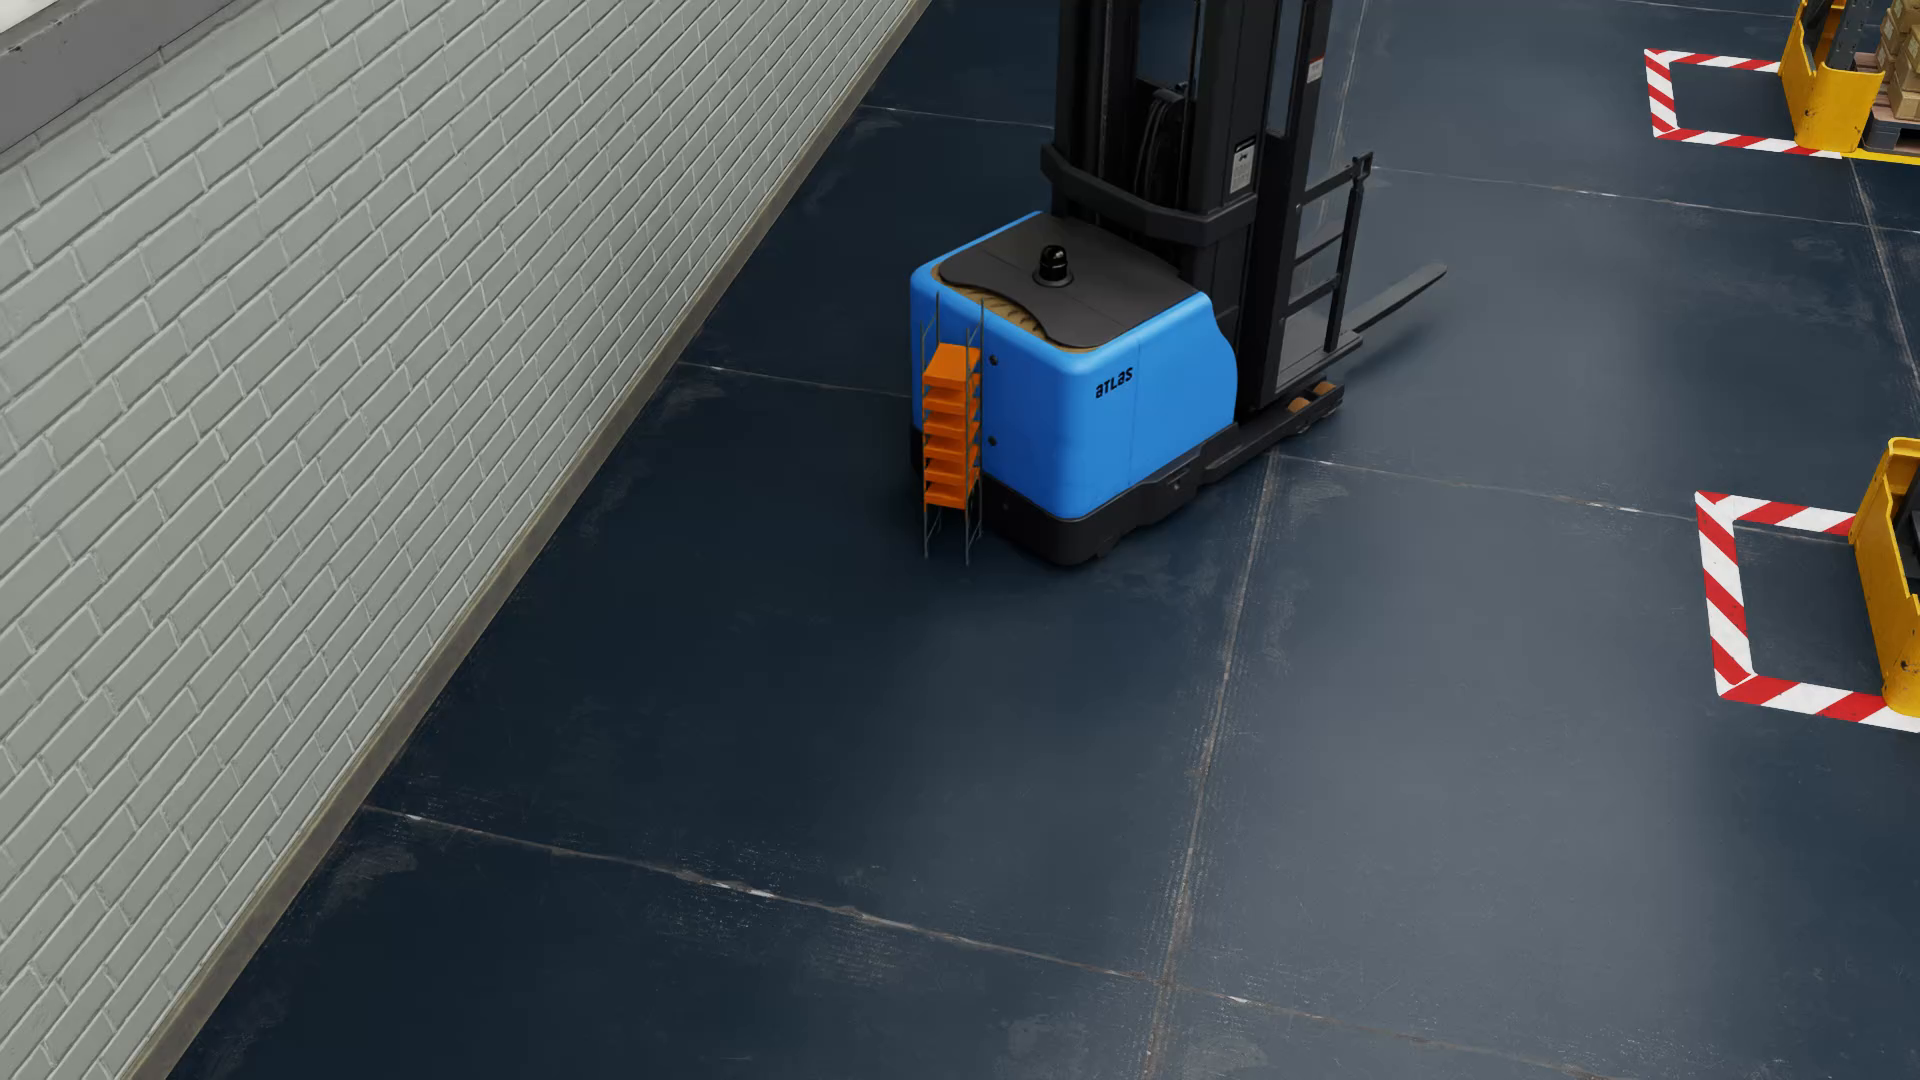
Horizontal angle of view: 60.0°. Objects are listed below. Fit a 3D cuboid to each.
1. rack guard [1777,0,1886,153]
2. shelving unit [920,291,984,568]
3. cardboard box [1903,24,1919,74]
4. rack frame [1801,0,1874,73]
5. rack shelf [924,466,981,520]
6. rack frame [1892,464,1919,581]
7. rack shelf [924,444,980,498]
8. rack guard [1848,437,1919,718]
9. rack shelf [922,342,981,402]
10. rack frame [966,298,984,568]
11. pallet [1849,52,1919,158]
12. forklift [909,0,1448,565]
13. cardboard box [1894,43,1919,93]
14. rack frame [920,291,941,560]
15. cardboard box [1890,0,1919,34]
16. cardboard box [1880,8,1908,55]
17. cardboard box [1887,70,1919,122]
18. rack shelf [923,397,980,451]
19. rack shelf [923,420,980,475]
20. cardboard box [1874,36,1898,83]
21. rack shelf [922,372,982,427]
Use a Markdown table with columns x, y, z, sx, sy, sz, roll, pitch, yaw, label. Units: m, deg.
| x | y | z | sx | sy | sz | roll | pitch | yaw | label |
| --- | --- | --- | --- | --- | --- | --- | --- | --- | --- |
| 5.390 | -2.906 | 10.322 | 0.348 | 0.500 | 1.175 | 10 | 41 | 11 | rack guard |
| -0.029 | -0.432 | 6.832 | 0.189 | 1.200 | 0.258 | 10 | 41 | 12 | shelving unit |
| 5.735 | -2.875 | 9.768 | 0.250 | 0.149 | 0.380 | 8 | 41 | 9 | cardboard box |
| 5.317 | -3.876 | 9.533 | 0.127 | 3.000 | 1.000 | 10 | 41 | 11 | rack frame |
| -0.029 | -0.214 | 7.015 | 0.180 | 0.103 | 0.258 | 10 | 41 | 12 | rack shelf |
| 3.937 | -0.812 | 5.884 | 0.127 | 3.000 | 1.000 | 10 | 41 | 11 | rack frame |
| -0.029 | -0.306 | 6.937 | 0.180 | 0.103 | 0.258 | 10 | 41 | 12 | rack shelf |
| 3.914 | 0.142 | 6.693 | 0.348 | 0.500 | 1.175 | 10 | 41 | 11 | rack guard |
| -0.029 | -0.674 | 6.629 | 0.180 | 0.103 | 0.258 | 10 | 41 | 12 | rack shelf |
| 0.059 | -0.416 | 6.813 | 0.006 | 1.200 | 0.240 | 10 | 41 | 12 | rack frame |
| 6.166 | -2.639 | 10.228 | 1.213 | 0.211 | 1.003 | 10 | 41 | 11 | pallet |
| 1.192 | -1.846 | 7.169 | 3.031 | 2.935 | 1.130 | -31 | 49 | -32 | forklift |
| 5.757 | -2.813 | 9.926 | 0.250 | 0.149 | 0.380 | 11 | 41 | 13 | cardboard box |
| -0.117 | -0.448 | 6.851 | 0.006 | 1.200 | 0.240 | 10 | 41 | 12 | rack frame |
| 5.894 | -3.243 | 10.206 | 0.250 | 0.149 | 0.380 | 10 | 41 | 12 | cardboard box |
| 5.901 | -3.149 | 10.326 | 0.250 | 0.149 | 0.380 | 9 | 41 | 10 | cardboard box |
| 5.740 | -2.659 | 9.974 | 0.250 | 0.149 | 0.380 | 11 | 41 | 12 | cardboard box |
| -0.029 | -0.490 | 6.783 | 0.180 | 0.103 | 0.258 | 10 | 41 | 12 | rack shelf |
| -0.029 | -0.398 | 6.860 | 0.180 | 0.103 | 0.258 | 10 | 41 | 12 | rack shelf |
| 5.879 | -2.987 | 10.365 | 0.250 | 0.149 | 0.380 | 10 | 41 | 12 | cardboard box |
| -0.029 | -0.582 | 6.706 | 0.180 | 0.103 | 0.258 | 10 | 41 | 12 | rack shelf |
